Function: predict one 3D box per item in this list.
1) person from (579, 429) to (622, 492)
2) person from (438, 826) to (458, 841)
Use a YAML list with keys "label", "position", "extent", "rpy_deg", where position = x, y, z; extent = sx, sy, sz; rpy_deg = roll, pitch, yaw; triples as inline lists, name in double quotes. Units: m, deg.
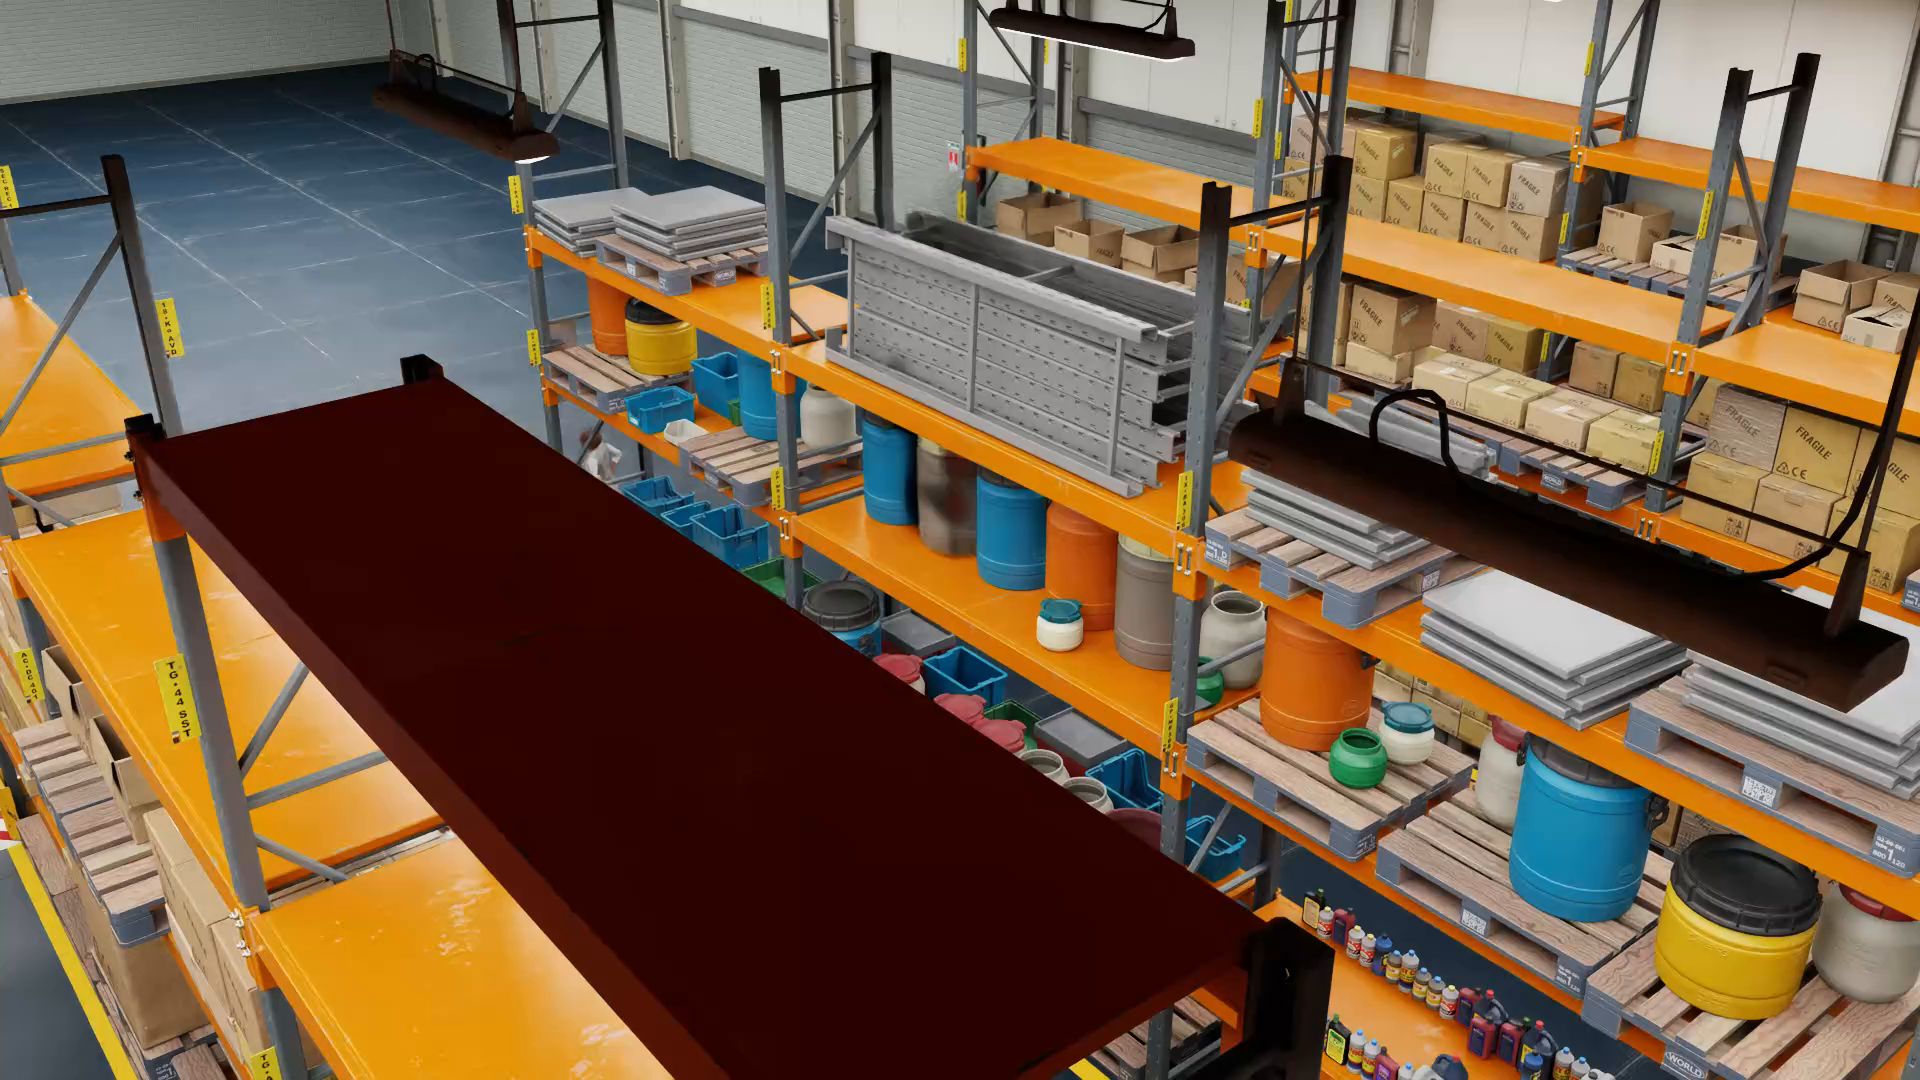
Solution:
- label: "person"
  position: [-3.742, -0.488, 17.530]
  extent: [0.631, 1.571, 0.619]
  rpy_deg: [-1, 26, -2]
- label: "person"
  position: [-3.411, 2.439, 11.223]
  extent: [0.728, 1.801, 0.671]
  rpy_deg: [22, 34, 38]
